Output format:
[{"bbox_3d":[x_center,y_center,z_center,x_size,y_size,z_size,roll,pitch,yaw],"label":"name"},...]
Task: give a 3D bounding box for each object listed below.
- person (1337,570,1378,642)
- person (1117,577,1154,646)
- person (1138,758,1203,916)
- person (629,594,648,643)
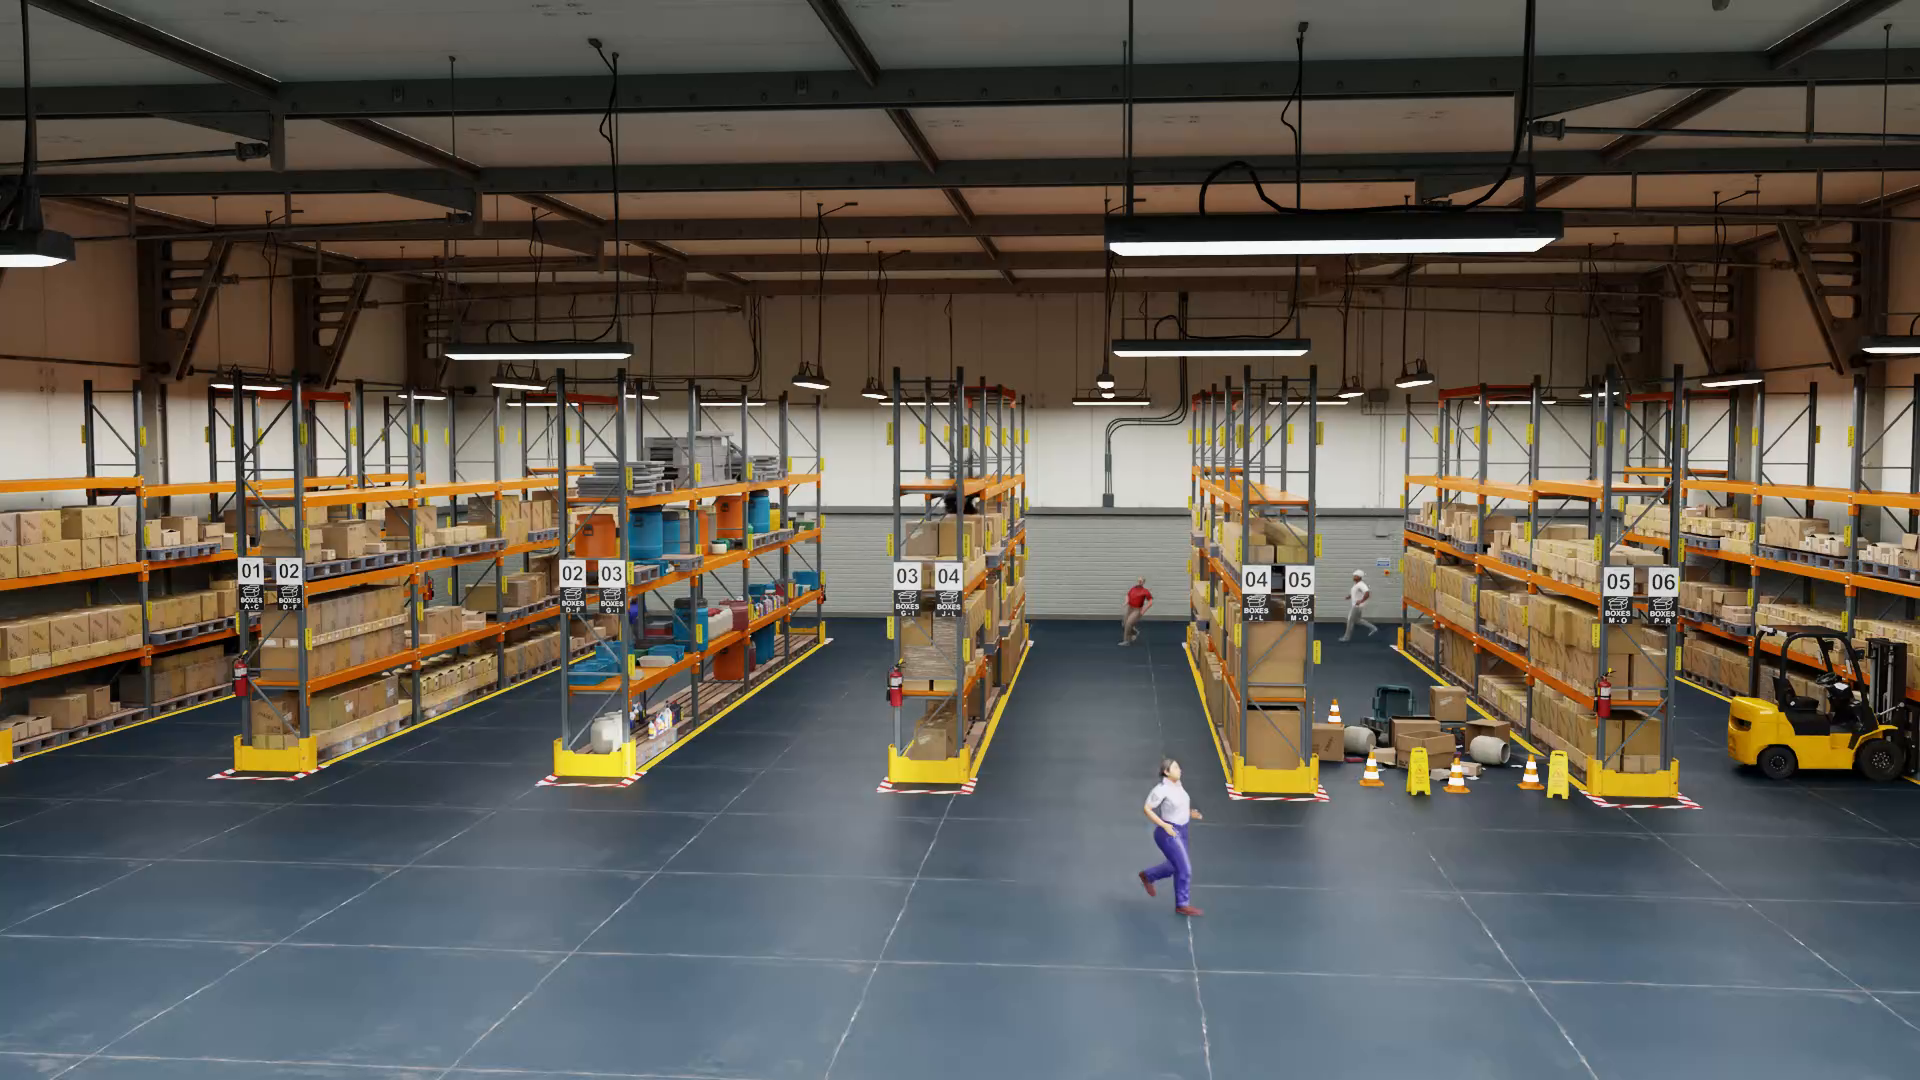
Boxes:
[{"bbox_3d":[9.697,1.609,40.503,0.962,1.760,0.729,1,4,11],"label":"person"},{"bbox_3d":[4.163,1.713,39.612,0.739,1.642,0.730,-3,5,-39],"label":"person"},{"bbox_3d":[2.214,3.105,17.539,0.784,1.611,0.620,2,4,32],"label":"person"},{"bbox_3d":[-7.039,1.939,36.033,0.574,1.685,0.833,0,4,-2],"label":"person"}]
